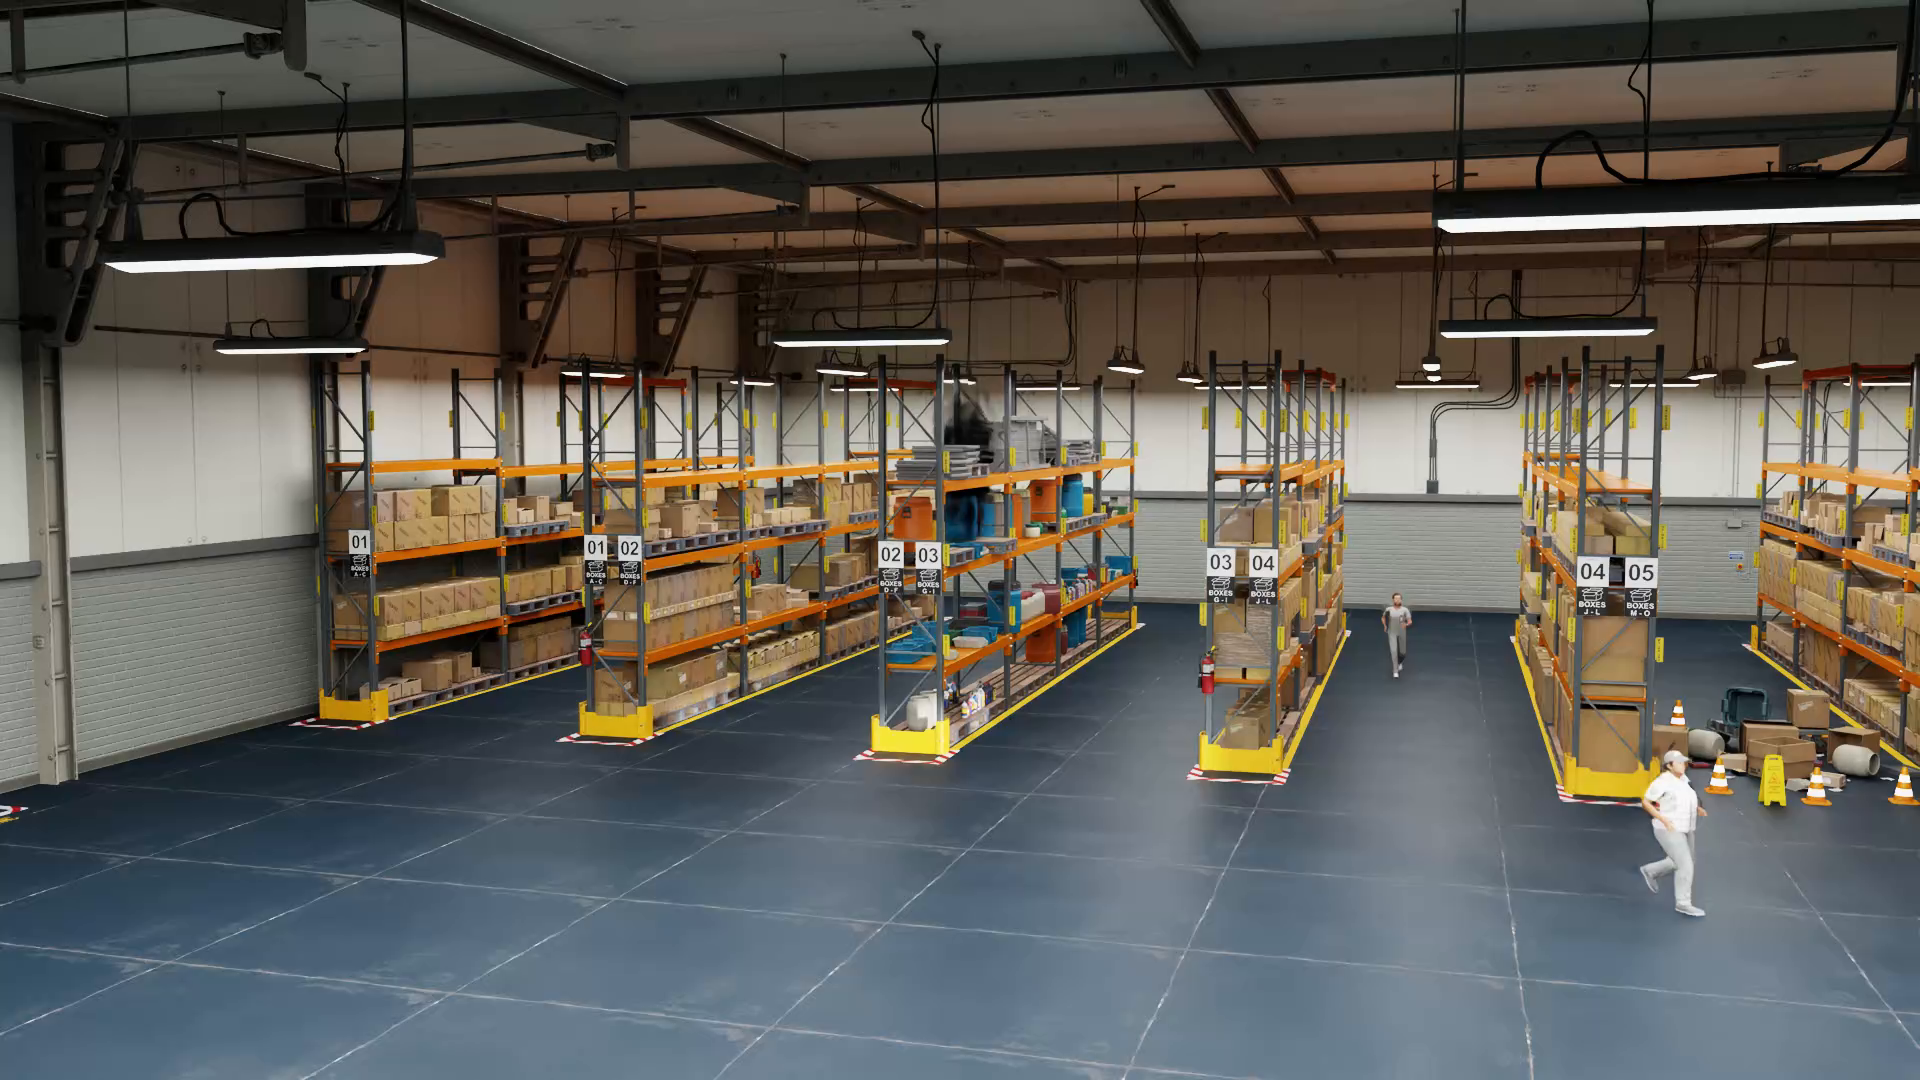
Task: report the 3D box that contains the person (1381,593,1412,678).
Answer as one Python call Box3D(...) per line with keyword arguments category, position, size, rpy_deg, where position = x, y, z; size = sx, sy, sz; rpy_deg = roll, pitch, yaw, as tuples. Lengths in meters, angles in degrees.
Box3D(category="person", position=(8.553, 1.854, 32.609), size=(0.575, 1.635, 0.802), rpy_deg=(1, 4, 12))

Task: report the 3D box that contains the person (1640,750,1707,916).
Box3D(category="person", position=(7.302, 2.967, 17.062), size=(0.620, 1.632, 0.803), rpy_deg=(-3, 5, -34))
